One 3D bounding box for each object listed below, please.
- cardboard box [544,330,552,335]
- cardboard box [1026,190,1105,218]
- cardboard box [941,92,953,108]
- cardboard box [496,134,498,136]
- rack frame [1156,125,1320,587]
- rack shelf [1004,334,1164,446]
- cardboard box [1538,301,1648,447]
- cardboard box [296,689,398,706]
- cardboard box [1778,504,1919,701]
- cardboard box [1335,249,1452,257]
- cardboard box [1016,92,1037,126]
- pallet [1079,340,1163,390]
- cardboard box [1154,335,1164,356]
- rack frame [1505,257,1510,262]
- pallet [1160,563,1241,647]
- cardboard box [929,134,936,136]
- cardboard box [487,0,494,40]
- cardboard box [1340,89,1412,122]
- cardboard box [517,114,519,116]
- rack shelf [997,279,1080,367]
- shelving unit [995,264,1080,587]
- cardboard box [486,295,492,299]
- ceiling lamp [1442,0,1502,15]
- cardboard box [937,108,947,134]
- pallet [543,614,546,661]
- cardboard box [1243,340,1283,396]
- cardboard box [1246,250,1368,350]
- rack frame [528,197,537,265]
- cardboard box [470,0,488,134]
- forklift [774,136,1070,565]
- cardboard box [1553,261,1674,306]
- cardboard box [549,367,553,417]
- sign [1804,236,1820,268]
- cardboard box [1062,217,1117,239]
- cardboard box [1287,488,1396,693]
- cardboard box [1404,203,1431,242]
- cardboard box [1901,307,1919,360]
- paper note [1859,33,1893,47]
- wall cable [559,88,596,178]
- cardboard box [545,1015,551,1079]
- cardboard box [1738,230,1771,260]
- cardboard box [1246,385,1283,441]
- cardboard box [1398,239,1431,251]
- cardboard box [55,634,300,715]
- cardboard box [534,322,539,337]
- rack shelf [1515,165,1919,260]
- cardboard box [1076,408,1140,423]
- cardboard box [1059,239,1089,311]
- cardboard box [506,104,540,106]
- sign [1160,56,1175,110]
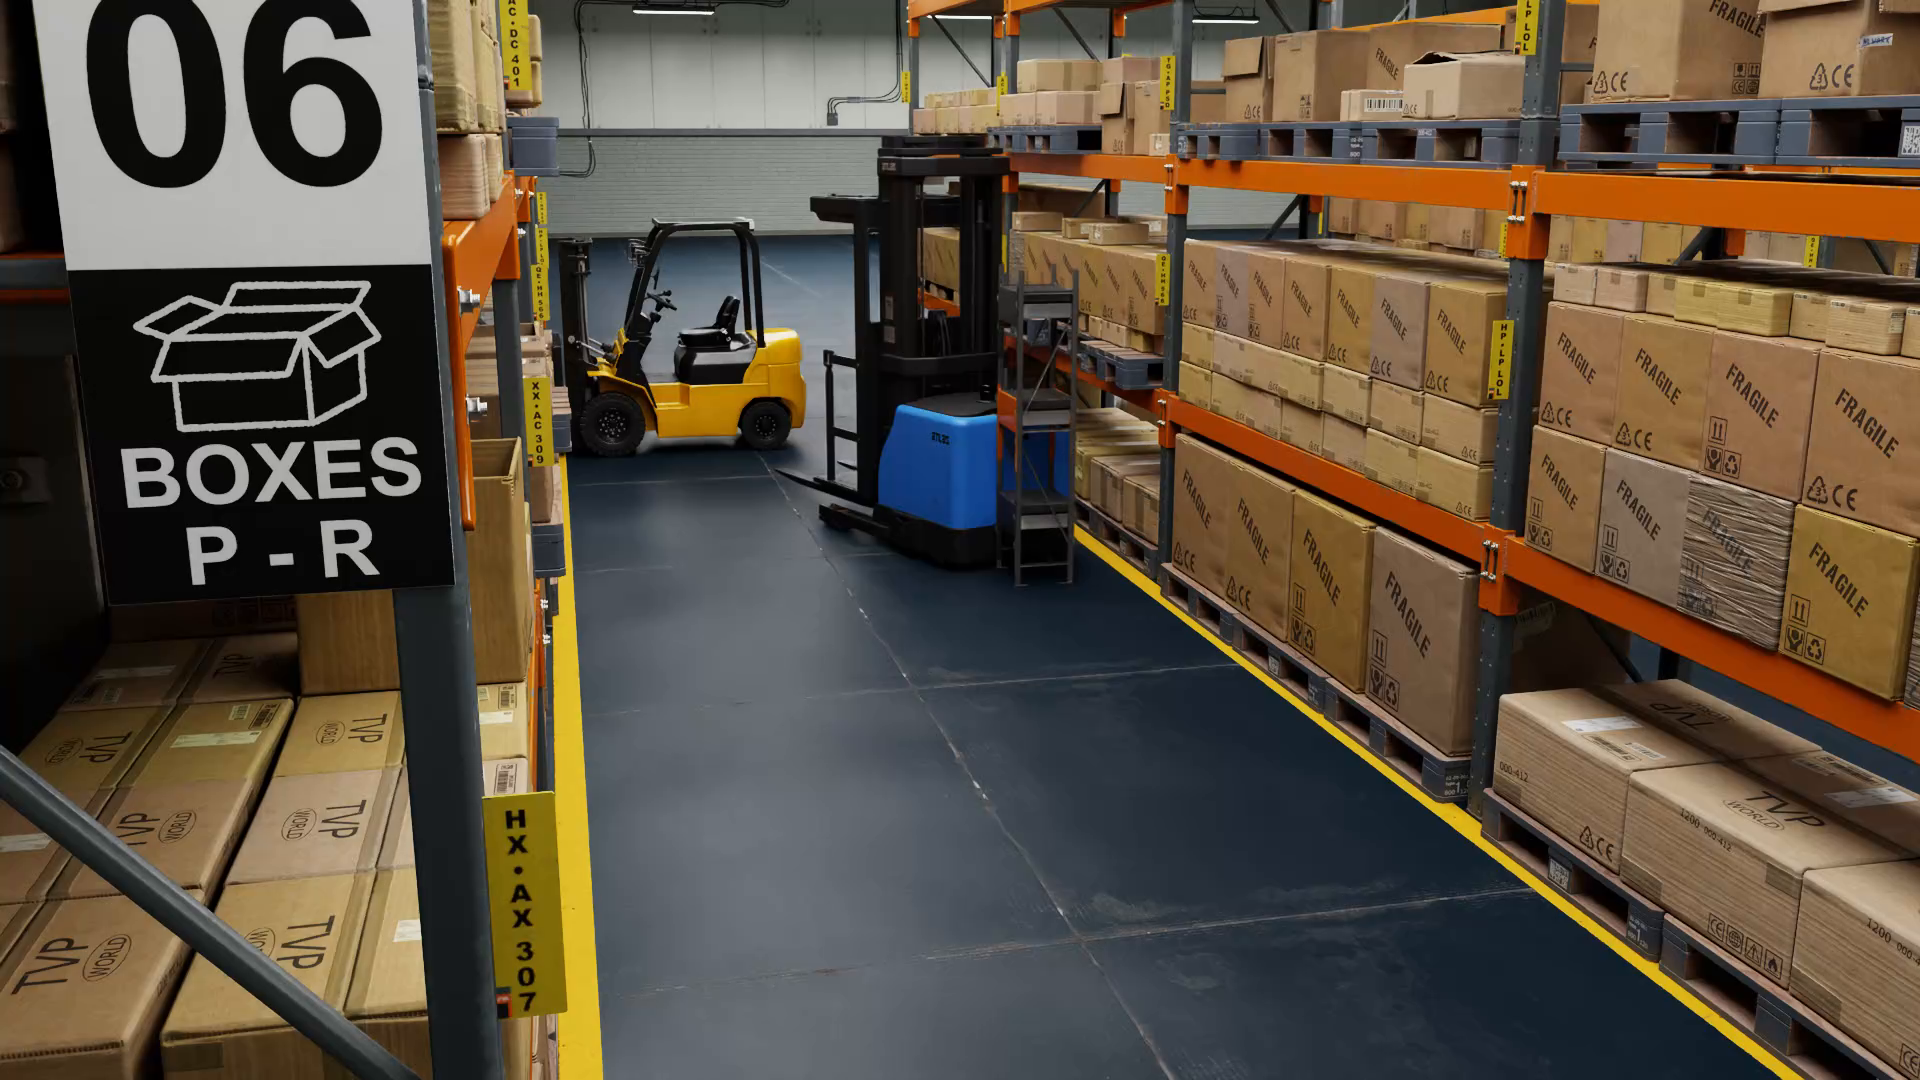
[{"bbox_3d":[-4.465,-2.009,17.131,0.500,0.250,0.500,-3,14,-11],"label":"cardboard box"},{"bbox_3d":[0.995,-2.891,14.995,0.700,0.500,0.500,-3,14,-14],"label":"cardboard box"},{"bbox_3d":[0.026,-4.353,16.454,0.380,0.149,0.250,-3,14,-12],"label":"cardboard box"},{"bbox_3d":[-1.632,-1.187,5.175,0.380,0.149,0.250,-3,14,-13],"label":"cardboard box"},{"bbox_3d":[1.827,-1.176,10.919,1.000,3.000,0.127,-3,14,-13],"label":"rack frame"},{"bbox_3d":[1.357,-1.287,12.892,1.077,0.370,4.000,-3,14,-13],"label":"rack shelf"},{"bbox_3d":[2.643,-0.664,6.506,0.500,0.500,0.500,-3,14,-13],"label":"cardboard box"},{"bbox_3d":[-1.345,0.406,4.133,0.500,0.250,0.500,-4,14,-15],"label":"cardboard box"},{"bbox_3d":[2.968,0.172,5.193,0.500,0.500,0.500,-3,14,-12],"label":"cardboard box"},{"bbox_3d":[2.441,-1.372,9.406,0.500,0.500,0.500,-3,14,-13],"label":"cardboard box"},{"bbox_3d":[0.755,-3.413,13.186,0.500,0.250,0.500,-3,14,-14],"label":"cardboard box"},{"bbox_3d":[1.556,-1.241,11.590,1.213,0.211,1.003,-3,14,-13],"label":"pallet"},{"bbox_3d":[1.521,-1.320,11.154,0.380,0.149,0.250,-3,14,-11],"label":"cardboard box"},{"bbox_3d":[5.675,-2.398,15.920,1.000,3.000,0.127,-3,14,-13],"label":"rack frame"},{"bbox_3d":[1.939,0.365,10.488,1.003,0.211,1.213,-3,14,-13],"label":"pallet"},{"bbox_3d":[-0.112,-4.143,17.274,0.380,0.149,0.250,-3,14,-12],"label":"cardboard box"},{"bbox_3d":[-1.577,-1.527,4.674,0.500,0.250,0.500,-4,14,-14],"label":"cardboard box"},{"bbox_3d":[2.176,-2.228,8.515,0.380,0.166,0.250,-2,14,-8],"label":"cardboard box"},{"bbox_3d":[-2.522,-2.062,8.541,0.500,0.250,0.500,-3,14,-13],"label":"cardboard box"},{"bbox_3d":[0.512,-1.439,10.998,0.431,0.518,0.480,-3,14,-13],"label":"rack shelf"},{"bbox_3d":[0.510,-0.772,11.161,0.431,2.100,0.503,-3,14,-13],"label":"shelving unit"},{"bbox_3d":[-2.935,-1.471,10.550,0.380,0.149,0.250,-3,14,-12],"label":"cardboard box"},{"bbox_3d":[14.070,-15.791,45.803,2.000,3.185,0.800,-3,14,-13],"label":"ceiling lamp"},{"bbox_3d":[0.061,-4.184,16.603,0.500,0.250,0.500,-3,14,-12],"label":"cardboard box"},{"bbox_3d":[-2.859,0.631,9.400,1.003,0.211,1.213,-3,14,-13],"label":"pallet"},{"bbox_3d":[1.931,-0.980,9.380,0.500,0.250,0.500,-3,14,-13],"label":"cardboard box"},{"bbox_3d":[1.937,-1.348,9.308,0.500,0.500,0.500,-3,14,-12],"label":"cardboard box"},{"bbox_3d":[-3.937,-1.821,13.560,1.000,3.000,0.127,-3,14,-13],"label":"rack frame"},{"bbox_3d":[-1.204,-0.934,3.298,0.500,0.250,0.500,-4,14,-15],"label":"cardboard box"},{"bbox_3d":[-0.433,-1.550,12.596,1.130,2.935,3.031,-9,16,-33],"label":"forklift"},{"bbox_3d":[2.588,-1.015,6.577,0.380,0.149,0.250,-3,14,-14],"label":"cardboard box"},{"bbox_3d":[-2.435,-0.804,8.828,0.500,0.250,0.500,-4,14,-16],"label":"cardboard box"},{"bbox_3d":[6.076,-2.006,11.876,0.100,0.325,0.005,-3,14,-13],"label":"sign"},{"bbox_3d":[1.009,-2.437,12.994,0.380,0.149,0.250,-2,14,-10],"label":"cardboard box"},{"bbox_3d":[2.323,0.229,8.762,0.875,0.875,0.875,-3,14,-12],"label":"cardboard box"},{"bbox_3d":[5.255,-3.456,17.663,0.875,0.550,0.500,-3,14,-13],"label":"cardboard box"},{"bbox_3d":[3.030,-0.604,4.895,0.380,0.149,0.250,-3,14,-11],"label":"cardboard box"},{"bbox_3d":[2.647,-1.445,4.809,0.006,0.032,0.123,-3,14,-13],"label":"paper note"},{"bbox_3d":[-12.041,-11.613,47.541,3.097,2.526,0.112,-3,14,-13],"label":"wall cable"},{"bbox_3d":[-1.577,1.373,4.871,0.700,0.500,0.500,-4,14,-15],"label":"cardboard box"},{"bbox_3d":[6.399,-2.230,12.916,0.700,0.500,0.500,-3,14,-14],"label":"cardboard box"},{"bbox_3d":[1.953,-0.737,9.439,0.500,0.250,0.500,-3,14,-11],"label":"cardboard box"},{"bbox_3d":[5.192,-2.928,17.777,0.875,0.550,0.500,-3,14,-13],"label":"cardboard box"},{"bbox_3d":[-1.839,0.430,4.034,0.500,0.250,0.500,-3,14,-13],"label":"cardboard box"},{"bbox_3d":[-2.840,-1.185,10.221,0.500,0.250,0.500,-3,14,-13],"label":"cardboard box"},{"bbox_3d":[3.236,-0.899,4.982,1.077,0.370,4.000,-3,14,-13],"label":"rack shelf"},{"bbox_3d":[1.013,-0.905,14.463,0.950,0.372,0.625,-3,14,-12],"label":"cardboard box"},{"bbox_3d":[1.071,-2.023,12.665,0.500,0.500,0.500,-4,14,-15],"label":"cardboard box"},{"bbox_3d":[-1.899,-1.832,6.718,0.380,0.149,0.250,-3,14,-12],"label":"cardboard box"},{"bbox_3d":[1.299,-2.854,10.379,0.100,0.325,0.005,-3,14,-13],"label":"sign"}]
